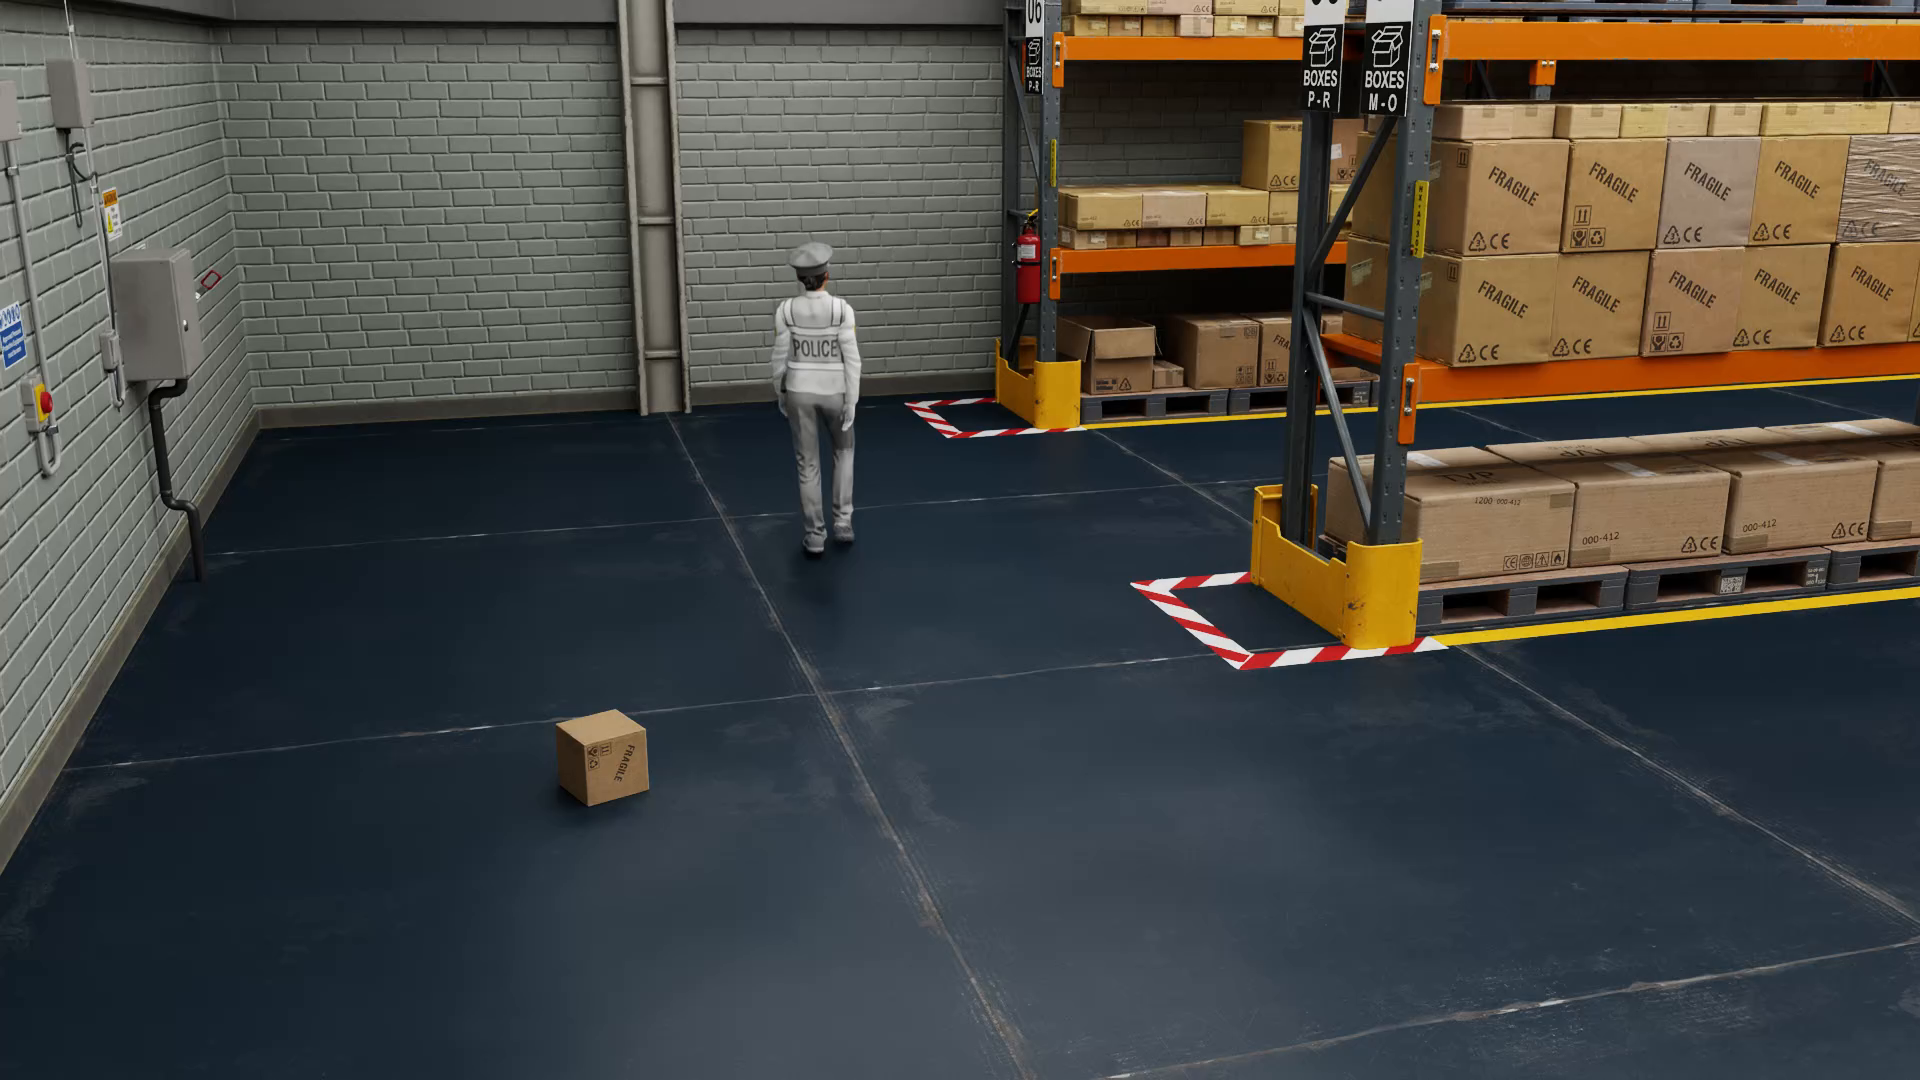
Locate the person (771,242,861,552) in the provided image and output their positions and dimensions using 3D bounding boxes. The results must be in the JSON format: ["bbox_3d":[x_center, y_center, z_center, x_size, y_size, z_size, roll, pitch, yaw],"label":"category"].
[{"bbox_3d":[-0.784,-0.759,9.131,0.489,1.736,0.499,-1,16,-3],"label":"person"}]
